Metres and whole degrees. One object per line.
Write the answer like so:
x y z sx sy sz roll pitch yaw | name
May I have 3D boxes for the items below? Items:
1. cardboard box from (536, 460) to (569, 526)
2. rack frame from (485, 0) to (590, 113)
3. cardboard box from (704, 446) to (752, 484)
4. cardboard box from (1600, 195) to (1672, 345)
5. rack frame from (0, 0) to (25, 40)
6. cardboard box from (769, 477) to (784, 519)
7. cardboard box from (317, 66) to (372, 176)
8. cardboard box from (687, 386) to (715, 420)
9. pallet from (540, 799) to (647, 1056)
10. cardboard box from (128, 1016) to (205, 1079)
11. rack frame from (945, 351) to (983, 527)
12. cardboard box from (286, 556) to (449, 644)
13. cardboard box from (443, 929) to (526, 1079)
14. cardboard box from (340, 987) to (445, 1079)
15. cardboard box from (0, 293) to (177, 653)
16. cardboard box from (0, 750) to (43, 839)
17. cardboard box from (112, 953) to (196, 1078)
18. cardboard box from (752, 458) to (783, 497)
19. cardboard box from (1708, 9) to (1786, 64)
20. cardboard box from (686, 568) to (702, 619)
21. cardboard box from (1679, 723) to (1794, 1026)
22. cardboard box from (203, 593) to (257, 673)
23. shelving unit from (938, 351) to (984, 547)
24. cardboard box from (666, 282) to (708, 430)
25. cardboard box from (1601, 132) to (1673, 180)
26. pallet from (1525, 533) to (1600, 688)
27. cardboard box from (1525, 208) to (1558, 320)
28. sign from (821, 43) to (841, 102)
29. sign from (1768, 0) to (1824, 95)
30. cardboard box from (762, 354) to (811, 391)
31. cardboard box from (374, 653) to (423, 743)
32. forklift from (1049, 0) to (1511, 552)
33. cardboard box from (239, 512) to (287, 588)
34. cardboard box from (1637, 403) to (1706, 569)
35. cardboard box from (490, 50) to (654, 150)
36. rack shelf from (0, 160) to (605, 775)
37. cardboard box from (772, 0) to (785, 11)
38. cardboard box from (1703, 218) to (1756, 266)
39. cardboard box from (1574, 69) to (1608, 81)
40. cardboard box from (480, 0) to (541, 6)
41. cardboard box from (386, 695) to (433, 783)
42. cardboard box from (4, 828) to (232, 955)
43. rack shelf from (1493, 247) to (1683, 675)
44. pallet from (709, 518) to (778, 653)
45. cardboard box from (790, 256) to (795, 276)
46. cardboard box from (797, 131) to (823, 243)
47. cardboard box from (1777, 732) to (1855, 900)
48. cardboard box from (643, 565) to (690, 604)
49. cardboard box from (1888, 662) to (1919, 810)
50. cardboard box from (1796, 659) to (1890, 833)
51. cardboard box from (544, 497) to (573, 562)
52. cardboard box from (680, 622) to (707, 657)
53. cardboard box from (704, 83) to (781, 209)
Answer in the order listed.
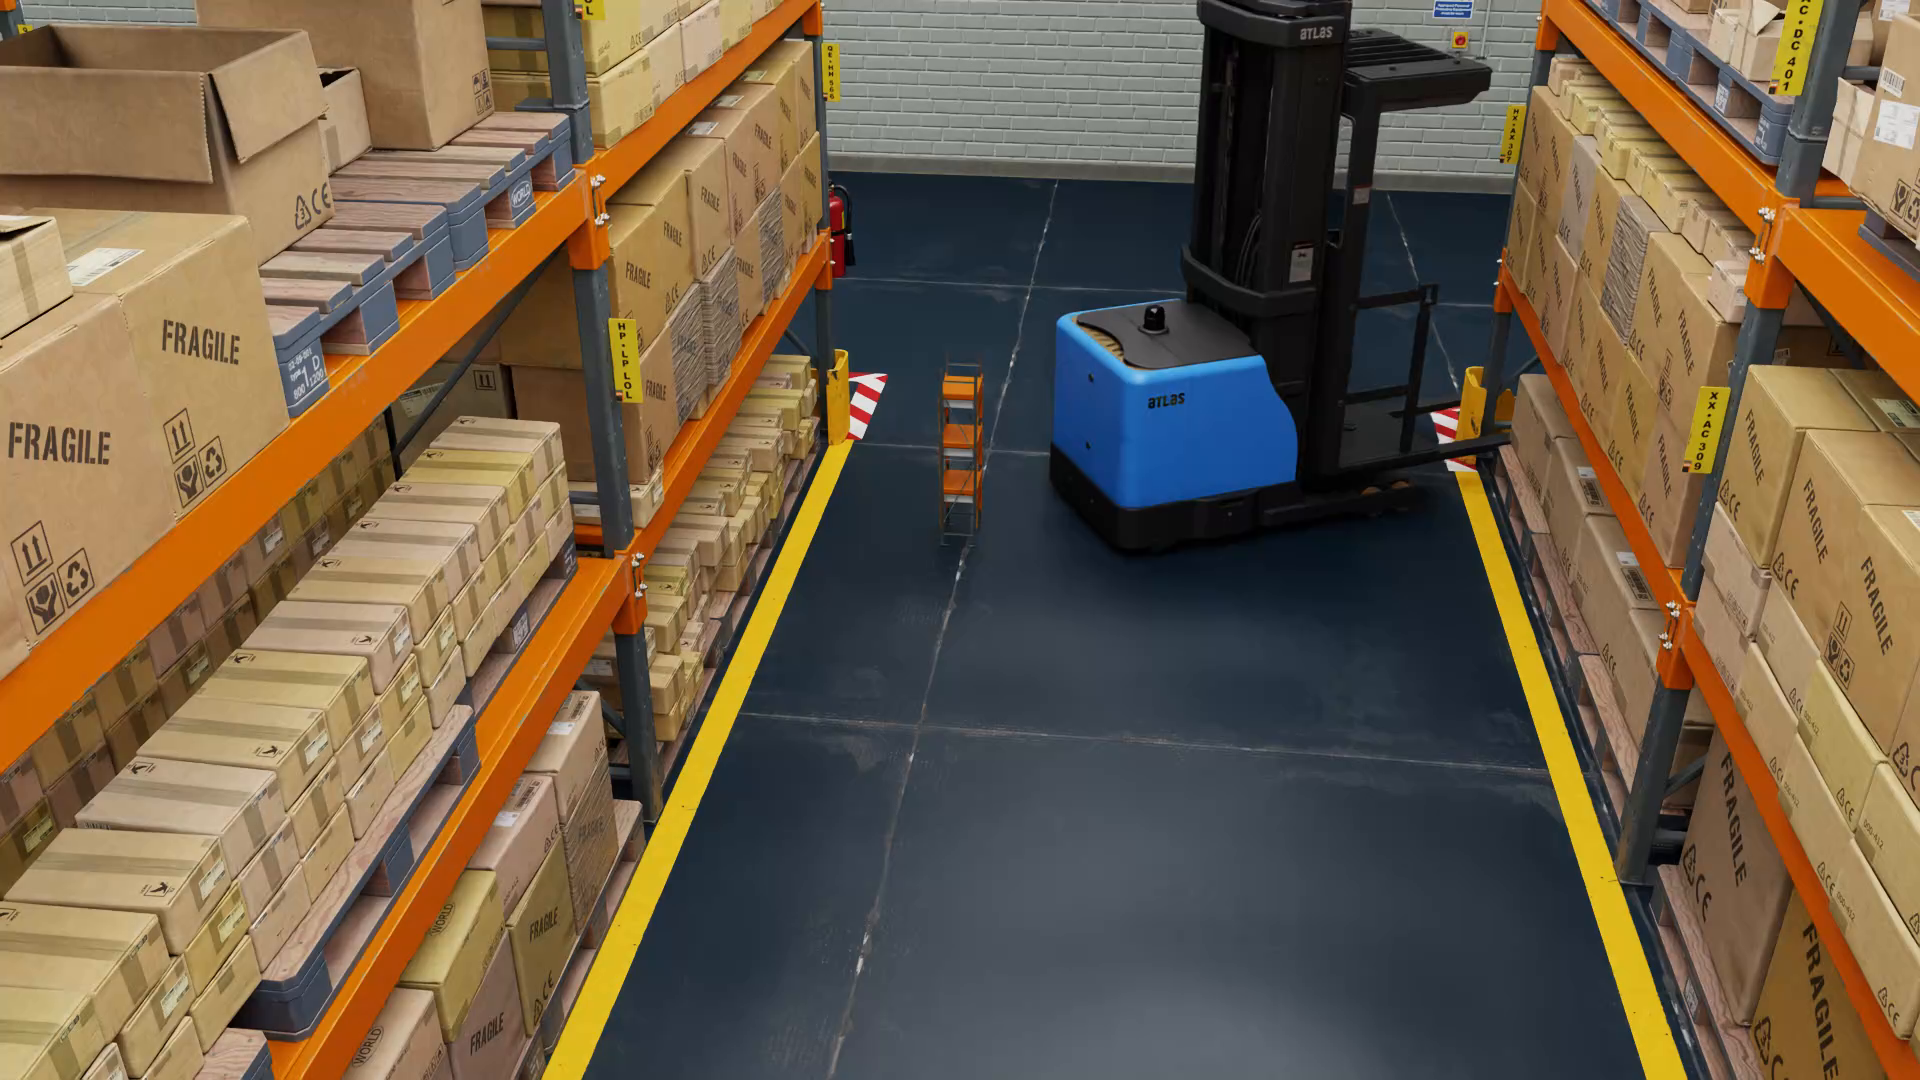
-1.625 -0.181 5.931 0.380 0.149 0.250 4 29 8 | cardboard box
-1.773 -2.815 4.988 1.000 3.000 0.127 3 28 6 | rack frame
-1.304 -0.375 8.720 0.380 0.149 0.250 2 28 4 | cardboard box
3.060 -1.135 7.035 0.500 0.500 0.500 4 29 7 | cardboard box
-6.193 -2.393 10.529 1.000 3.000 0.127 3 28 6 | rack frame
-1.175 -0.240 9.096 0.380 0.149 0.250 2 28 4 | cardboard box
-2.089 -1.238 4.875 0.500 0.311 0.500 3 28 5 | cardboard box
-1.340 -0.675 7.605 0.380 0.149 0.250 4 29 7 | cardboard box
-1.867 1.420 6.392 1.003 0.211 1.213 3 28 6 | pallet
-1.942 1.182 3.715 0.380 0.149 0.250 5 29 9 | cardboard box
0.022 -0.545 9.154 0.200 1.050 0.008 3 28 6 | rack frame
-1.759 0.177 4.954 0.380 0.149 0.250 2 28 5 | cardboard box
-1.744 1.587 5.334 0.500 0.500 0.500 3 28 5 | cardboard box
-1.803 1.513 4.682 0.500 0.250 0.500 4 29 7 | cardboard box
-1.875 -0.145 3.089 0.500 0.500 0.500 3 28 6 | cardboard box
-2.528 0.635 4.104 0.380 0.149 0.250 3 28 6 | cardboard box
-1.944 1.034 3.677 0.380 0.149 0.250 2 28 5 | cardboard box
-1.177 -0.364 9.012 0.380 0.149 0.250 4 29 7 | cardboard box
2.946 -1.817 6.014 0.380 0.149 0.250 4 29 7 | cardboard box
-1.439 0.245 7.882 0.380 0.149 0.250 2 28 4 | cardboard box
3.156 1.113 5.819 0.875 0.875 0.875 4 29 8 | cardboard box
-2.401 0.272 5.090 0.380 0.149 0.250 4 29 8 | cardboard box
0.007 -0.487 9.048 0.215 1.050 0.252 3 28 6 | shelving unit
-1.408 -0.801 7.155 0.500 0.500 0.500 3 28 6 | cardboard box
3.092 -1.708 7.415 0.380 0.149 0.250 3 28 5 | cardboard box
3.470 0.364 8.352 1.003 0.211 1.213 3 28 6 | pallet
3.264 -1.412 8.603 0.500 0.500 0.500 3 28 5 | cardboard box
-0.734 -2.664 9.479 0.100 0.325 0.005 3 28 6 | sign
2.601 -1.549 5.171 0.100 0.325 0.005 3 28 6 | sign
-1.096 -0.985 9.851 0.380 0.149 0.250 4 29 7 | cardboard box
-1.783 0.440 4.779 0.380 0.149 0.250 3 29 6 | cardboard box
2.097 -1.648 9.219 3.031 2.935 1.130 -10 30 -18 | forklift
-2.373 0.018 5.249 0.380 0.149 0.250 3 28 6 | cardboard box
2.956 -0.211 6.374 0.500 0.500 0.500 4 29 7 | cardboard box
-1.454 -1.631 6.111 0.500 0.250 0.500 5 29 9 | cardboard box
-2.018 -0.237 4.123 1.077 0.370 4.000 3 28 6 | rack shelf
-1.131 -2.842 8.358 0.500 0.250 0.500 3 28 6 | cardboard box
3.055 -1.102 6.289 0.380 0.149 0.250 3 28 6 | cardboard box
3.363 -2.308 8.529 0.380 0.149 0.250 4 29 7 | cardboard box
-1.497 -1.947 5.750 0.380 0.149 0.250 3 28 5 | cardboard box
-1.781 0.563 4.864 0.380 0.149 0.250 5 29 8 | cardboard box
-1.916 0.800 3.798 0.380 0.149 0.250 2 28 4 | cardboard box
3.398 -0.559 7.883 1.077 0.370 4.000 3 28 6 | rack shelf
-1.578 0.159 8.732 1.003 0.211 1.213 3 28 6 | pallet
-1.125 -1.543 9.216 0.380 0.149 0.250 3 28 6 | cardboard box
-1.082 -2.006 9.391 0.500 0.500 0.500 4 29 7 | cardboard box
2.696 0.808 4.747 0.500 0.250 0.500 3 28 6 | cardboard box
-1.450 0.236 7.586 0.380 0.149 0.250 3 28 5 | cardboard box
2.657 0.493 4.013 0.500 0.500 0.500 3 28 5 | cardboard box
2.694 0.585 4.632 0.500 0.250 0.500 4 29 7 | cardboard box
-1.625 -0.050 6.003 0.380 0.149 0.250 3 28 5 | cardboard box
-1.398 0.498 7.726 0.380 0.149 0.250 3 28 6 | cardboard box
-1.209 -1.959 8.250 0.500 0.500 0.500 5 29 9 | cardboard box
